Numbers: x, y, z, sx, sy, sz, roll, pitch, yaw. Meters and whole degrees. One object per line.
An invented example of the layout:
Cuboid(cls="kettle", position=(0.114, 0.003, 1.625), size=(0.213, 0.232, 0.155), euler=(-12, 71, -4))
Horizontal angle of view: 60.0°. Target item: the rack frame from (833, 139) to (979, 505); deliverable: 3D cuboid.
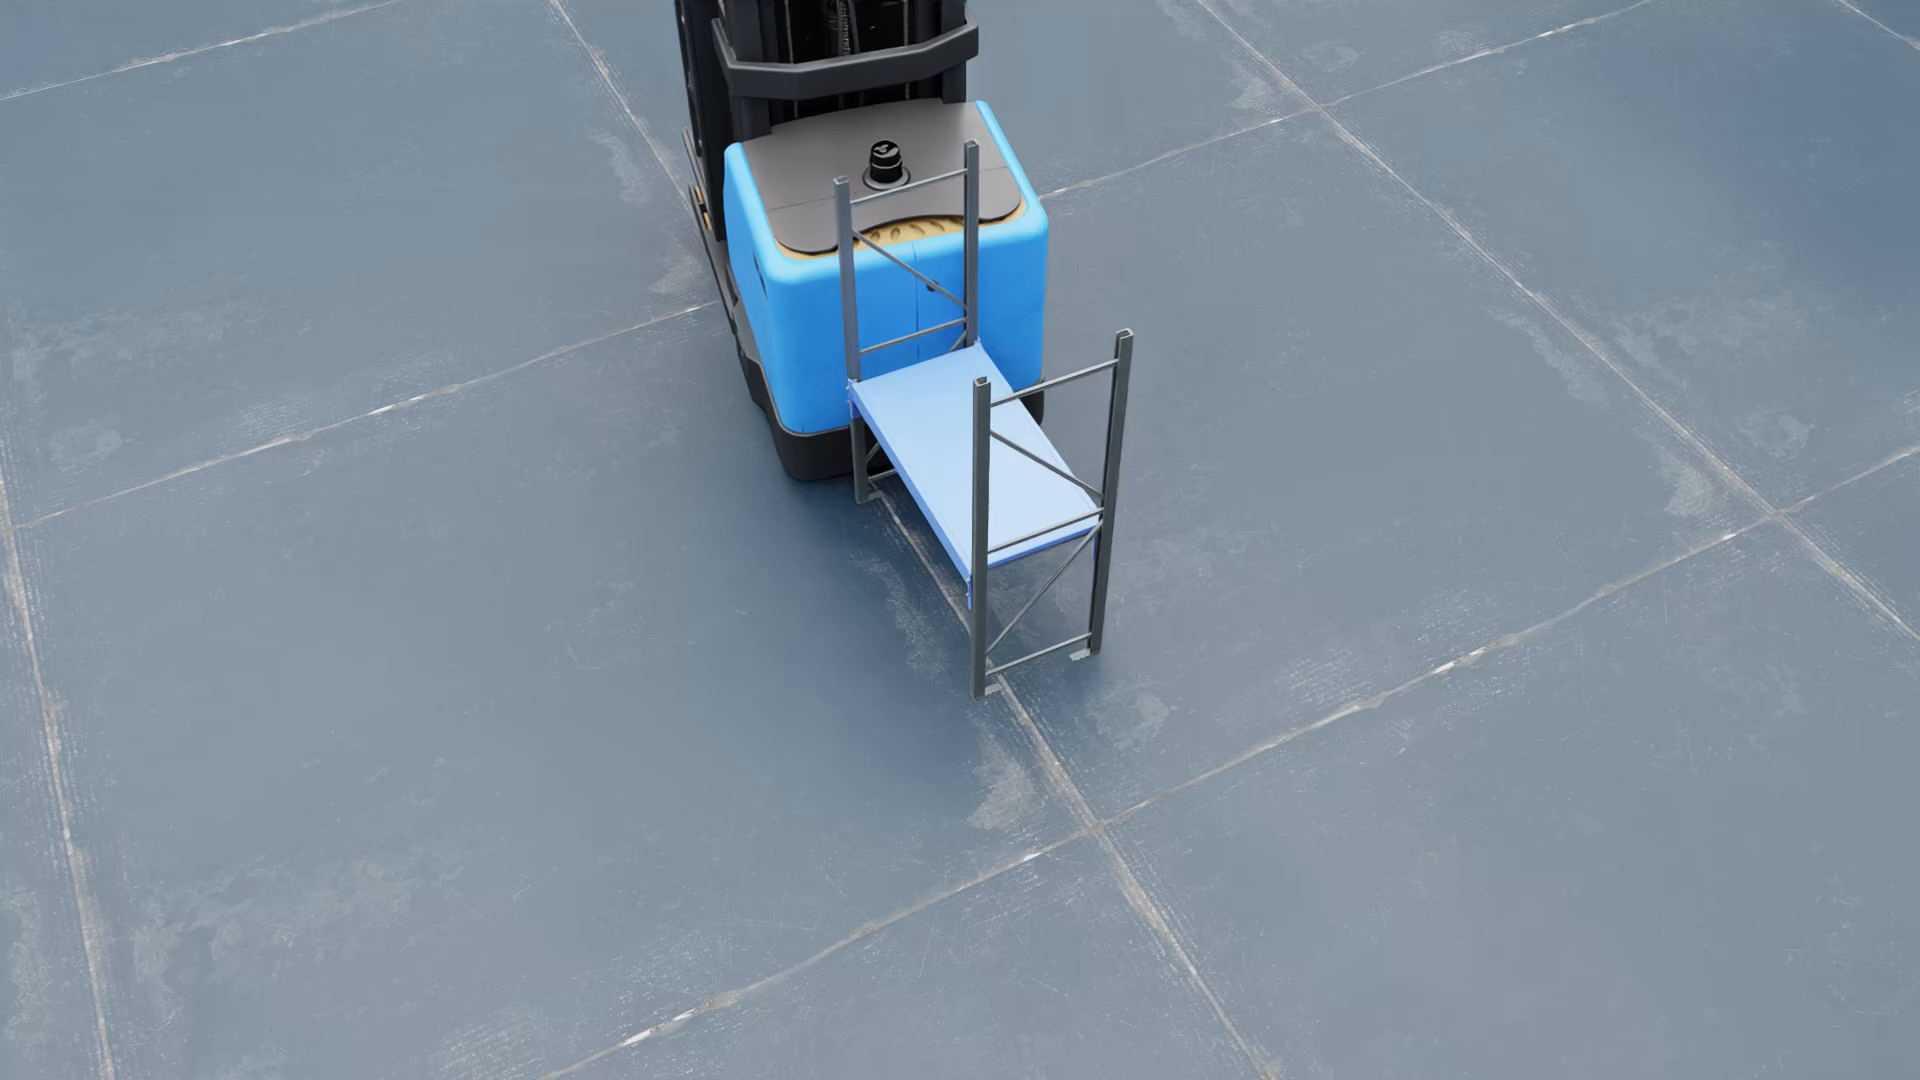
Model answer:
Cuboid(cls="rack frame", position=(-0.169, -0.717, 5.881), size=(0.500, 1.500, 0.032), euler=(-20, 52, -16))

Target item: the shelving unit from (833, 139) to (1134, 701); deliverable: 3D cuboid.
Cuboid(cls="shelving unit", position=(0.049, -0.371, 5.578), size=(0.538, 1.500, 1.048), euler=(-20, 52, -16))

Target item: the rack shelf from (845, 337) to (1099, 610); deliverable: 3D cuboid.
Cuboid(cls="rack shelf", position=(0.049, -0.253, 5.714), size=(0.538, 0.185, 1.000), euler=(-20, 52, -16))

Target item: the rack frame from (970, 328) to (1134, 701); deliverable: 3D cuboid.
Cuboid(cls="rack frame", position=(0.268, -0.026, 5.276), size=(0.500, 1.500, 0.032), euler=(-20, 52, -16))

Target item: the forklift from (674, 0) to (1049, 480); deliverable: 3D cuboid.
Cuboid(cls="forklift", position=(-0.582, -2.331, 6.341), size=(1.130, 2.935, 3.031), euler=(-13, 50, -11))
